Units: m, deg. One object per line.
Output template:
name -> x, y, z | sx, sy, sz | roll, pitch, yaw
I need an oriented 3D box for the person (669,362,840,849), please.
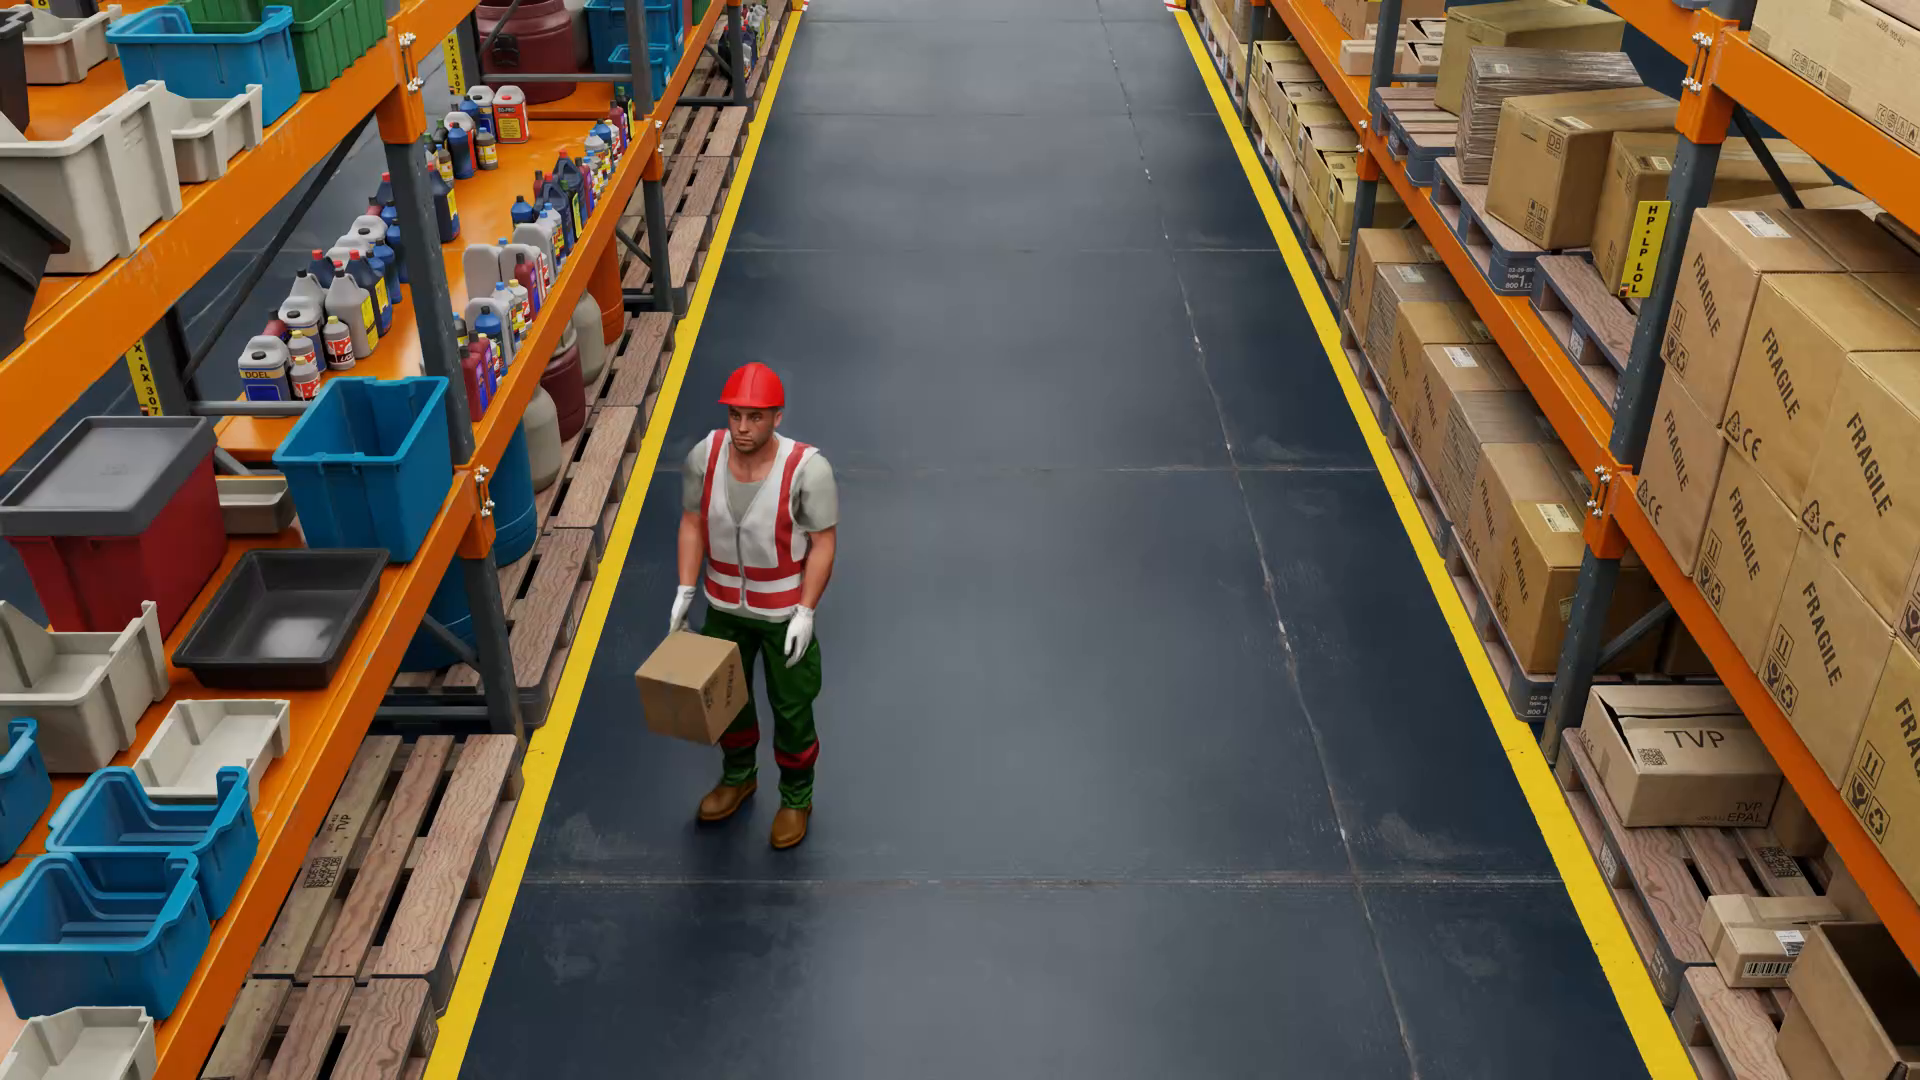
person -> -0.698, 0.249, 5.697 | 0.556, 1.791, 0.466 | 9, 32, 15
